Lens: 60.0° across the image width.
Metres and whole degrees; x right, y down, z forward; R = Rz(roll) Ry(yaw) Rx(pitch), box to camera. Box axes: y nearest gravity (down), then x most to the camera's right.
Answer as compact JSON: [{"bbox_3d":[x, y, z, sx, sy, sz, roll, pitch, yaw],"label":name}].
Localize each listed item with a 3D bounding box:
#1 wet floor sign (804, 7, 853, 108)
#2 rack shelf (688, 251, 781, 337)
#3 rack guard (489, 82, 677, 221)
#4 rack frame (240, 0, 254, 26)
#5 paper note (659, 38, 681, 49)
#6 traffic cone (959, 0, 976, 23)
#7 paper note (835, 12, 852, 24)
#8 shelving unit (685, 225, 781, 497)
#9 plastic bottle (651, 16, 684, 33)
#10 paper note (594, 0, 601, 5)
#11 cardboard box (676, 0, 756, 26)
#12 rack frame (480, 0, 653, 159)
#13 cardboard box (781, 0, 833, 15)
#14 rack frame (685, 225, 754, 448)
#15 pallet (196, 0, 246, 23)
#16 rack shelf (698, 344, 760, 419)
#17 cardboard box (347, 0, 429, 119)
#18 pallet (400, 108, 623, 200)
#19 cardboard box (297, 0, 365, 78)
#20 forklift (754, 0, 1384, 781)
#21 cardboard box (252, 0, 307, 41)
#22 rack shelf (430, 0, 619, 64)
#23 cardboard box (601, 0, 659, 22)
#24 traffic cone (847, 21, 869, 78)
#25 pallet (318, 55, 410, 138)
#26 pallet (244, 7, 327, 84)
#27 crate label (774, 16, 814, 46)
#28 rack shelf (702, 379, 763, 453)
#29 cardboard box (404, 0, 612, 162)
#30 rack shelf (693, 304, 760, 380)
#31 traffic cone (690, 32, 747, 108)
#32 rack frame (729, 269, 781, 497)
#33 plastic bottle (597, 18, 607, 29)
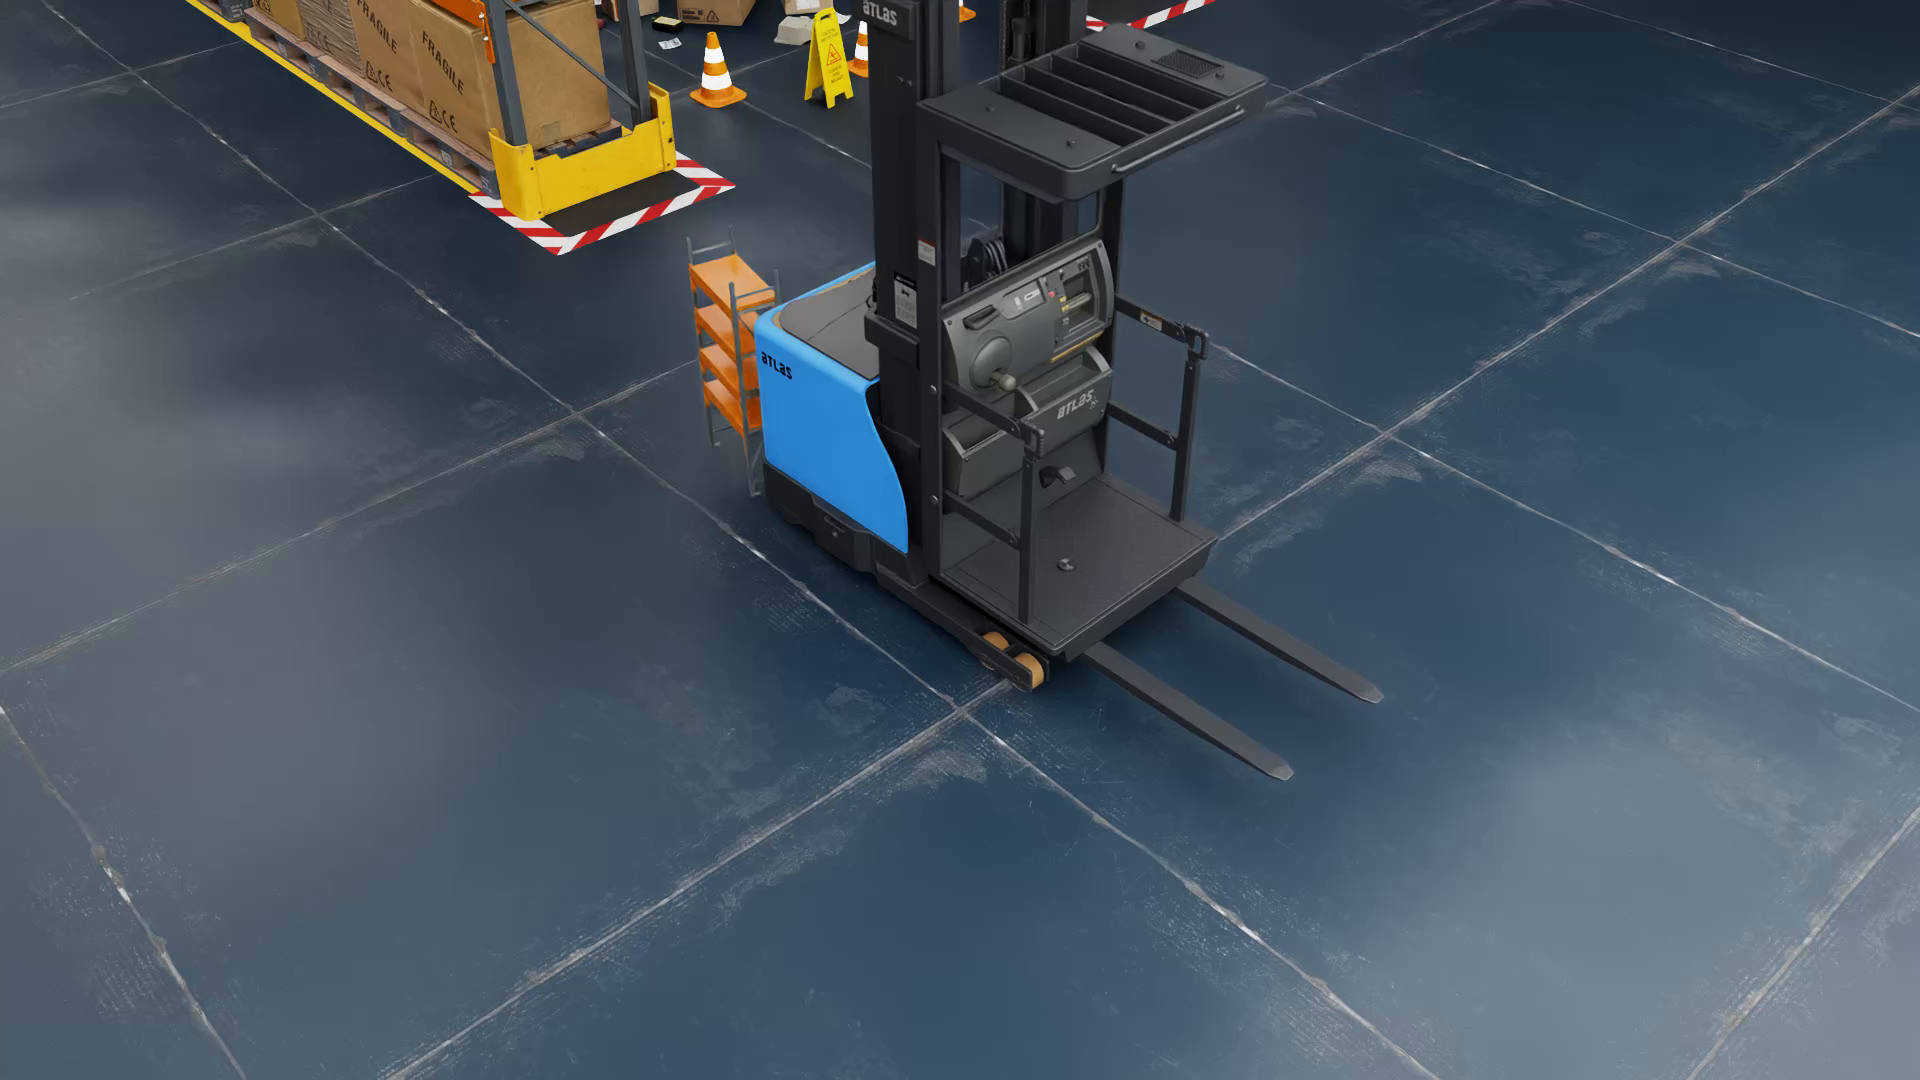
[{"bbox_3d":[-0.936,-3.402,11.656,0.232,0.644,0.267,26,45,28],"label":"wet floor sign"},{"bbox_3d":[-1.058,-1.161,7.813,0.258,0.148,0.480,-20,43,-23],"label":"rack shelf"},{"bbox_3d":[-2.397,-2.506,10.663,1.175,0.500,0.348,-30,48,-32],"label":"rack guard"},{"bbox_3d":[-5.119,-5.341,12.183,1.000,3.000,0.127,-30,48,-32],"label":"rack frame"},{"bbox_3d":[-2.195,-3.762,12.592,0.144,0.017,0.142,-15,41,-17],"label":"paper note"},{"bbox_3d":[-0.077,-4.304,12.918,0.336,0.463,0.334,-30,48,-32],"label":"traffic cone"},{"bbox_3d":[-0.941,-4.076,12.981,0.142,0.019,0.148,18,42,21],"label":"paper note"},{"bbox_3d":[-1.057,-0.854,8.058,0.258,1.200,0.503,-20,43,-23],"label":"shelving unit"},{"bbox_3d":[-2.283,-3.986,12.845,0.283,0.061,0.133,18,42,21],"label":"plastic bottle"},{"bbox_3d":[-2.853,-4.332,13.303,0.172,0.023,0.155,-15,41,-17],"label":"paper note"},{"bbox_3d":[-1.889,-4.406,13.012,0.637,0.503,0.797,5,39,6],"label":"cardboard box"},{"bbox_3d":[-2.414,-3.489,9.891,1.000,3.000,0.127,-30,48,-32],"label":"rack frame"},{"bbox_3d":[-1.210,-4.279,13.137,0.380,0.149,0.250,-8,40,-10],"label":"cardboard box"},{"bbox_3d":[-1.181,-0.985,8.222,0.240,1.200,0.015,-20,43,-23],"label":"rack frame"},{"bbox_3d":[-5.696,-4.581,13.462,1.003,0.211,1.213,-30,48,-32],"label":"pallet"},{"bbox_3d":[-1.057,-0.802,8.100,0.258,0.148,0.480,-20,43,-23],"label":"rack shelf"},{"bbox_3d":[-3.518,-3.518,11.284,0.875,0.875,0.875,-31,48,-32],"label":"cardboard box"},{"bbox_3d":[-3.012,-2.741,11.184,1.003,0.211,1.213,-30,48,-32],"label":"pallet"},{"bbox_3d":[-4.133,-3.941,11.807,0.875,0.875,0.875,-30,47,-31],"label":"cardboard box"},{"bbox_3d":[0.441,-0.858,6.687,1.130,2.935,3.031,-32,49,-33],"label":"forklift"},{"bbox_3d":[-4.745,-4.357,12.322,0.875,0.875,0.875,-29,47,-31],"label":"cardboard box"},{"bbox_3d":[-3.766,-4.135,11.263,1.077,0.370,4.000,-30,48,-32],"label":"rack shelf"},{"bbox_3d":[-2.600,-4.264,13.026,0.396,0.266,0.258,-22,44,-25],"label":"cardboard box"},{"bbox_3d":[-0.664,-3.675,12.139,0.336,0.463,0.334,-30,48,-32],"label":"traffic cone"},{"bbox_3d":[-3.833,-3.306,11.883,1.003,0.211,1.213,-30,48,-32],"label":"pallet"},{"bbox_3d":[-4.662,-3.871,12.582,1.003,0.211,1.213,-30,48,-32],"label":"pallet"},{"bbox_3d":[-1.242,-3.885,12.660,0.298,0.136,0.250,11,40,13],"label":"crate label"},{"bbox_3d":[-1.056,-0.647,8.225,0.258,0.148,0.480,-20,43,-23],"label":"rack shelf"},{"bbox_3d":[-2.921,-3.112,10.780,0.875,0.875,0.875,-30,47,-32],"label":"cardboard box"},{"bbox_3d":[-1.057,-0.976,7.961,0.258,0.148,0.480,-20,43,-23],"label":"rack shelf"},{"bbox_3d":[-1.727,-3.352,11.740,0.336,0.463,0.334,-30,48,-32],"label":"traffic cone"},{"bbox_3d":[-0.932,-0.723,7.894,0.240,1.200,0.015,-20,43,-23],"label":"rack frame"},{"bbox_3d":[-2.853,-3.969,12.823,0.133,0.061,0.283,18,42,21],"label":"plastic bottle"}]
